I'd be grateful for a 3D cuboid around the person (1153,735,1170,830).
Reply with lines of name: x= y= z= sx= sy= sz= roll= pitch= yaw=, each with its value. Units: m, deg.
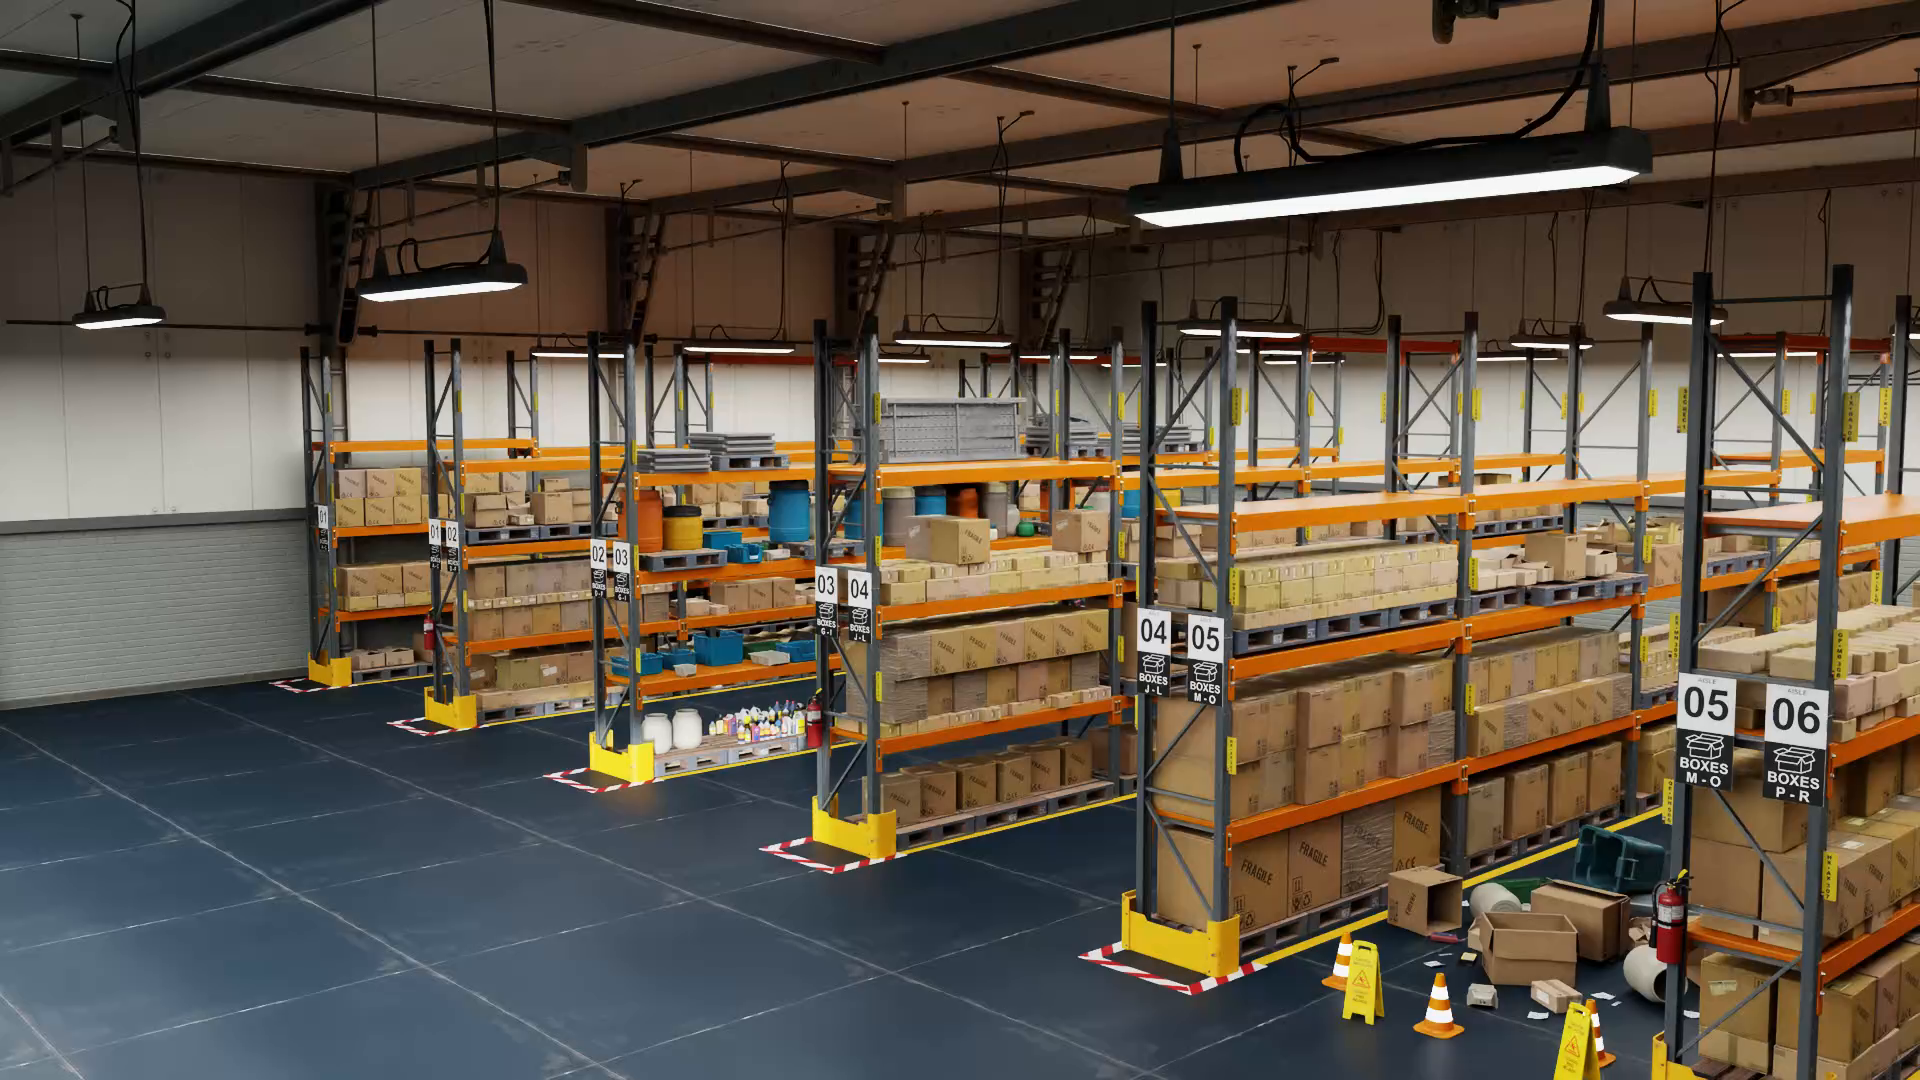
person: x=2.339 y=2.778 z=18.096 sx=0.786 sy=1.662 sz=0.753 roll=-3 pitch=6 yaw=-29
